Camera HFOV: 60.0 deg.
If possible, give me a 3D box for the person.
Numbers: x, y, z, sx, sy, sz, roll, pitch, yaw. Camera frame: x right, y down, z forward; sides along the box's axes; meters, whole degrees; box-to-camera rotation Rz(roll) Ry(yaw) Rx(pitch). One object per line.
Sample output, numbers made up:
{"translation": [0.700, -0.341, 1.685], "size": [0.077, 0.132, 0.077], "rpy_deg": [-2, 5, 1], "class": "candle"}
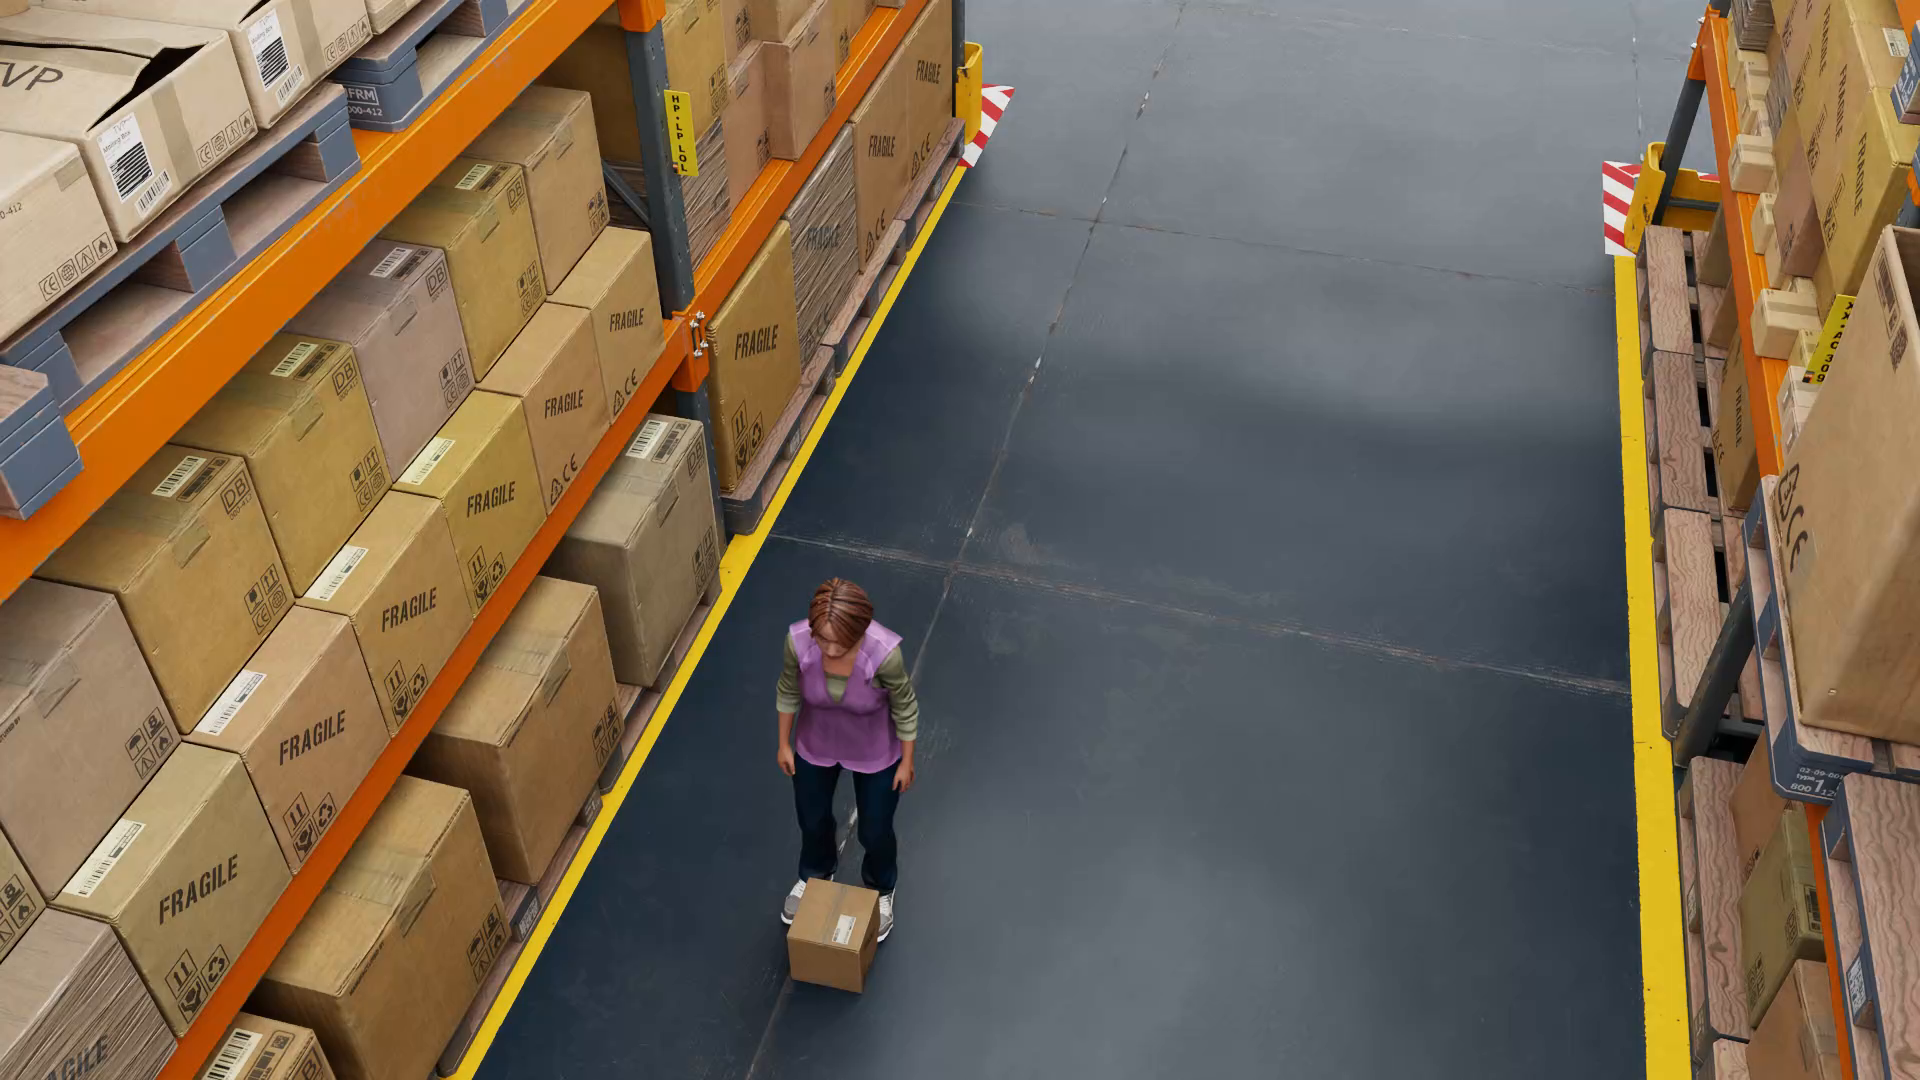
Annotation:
{"translation": [-0.370, 0.691, 5.390], "size": [0.481, 1.592, 0.347], "rpy_deg": [8, 42, 9], "class": "person"}
